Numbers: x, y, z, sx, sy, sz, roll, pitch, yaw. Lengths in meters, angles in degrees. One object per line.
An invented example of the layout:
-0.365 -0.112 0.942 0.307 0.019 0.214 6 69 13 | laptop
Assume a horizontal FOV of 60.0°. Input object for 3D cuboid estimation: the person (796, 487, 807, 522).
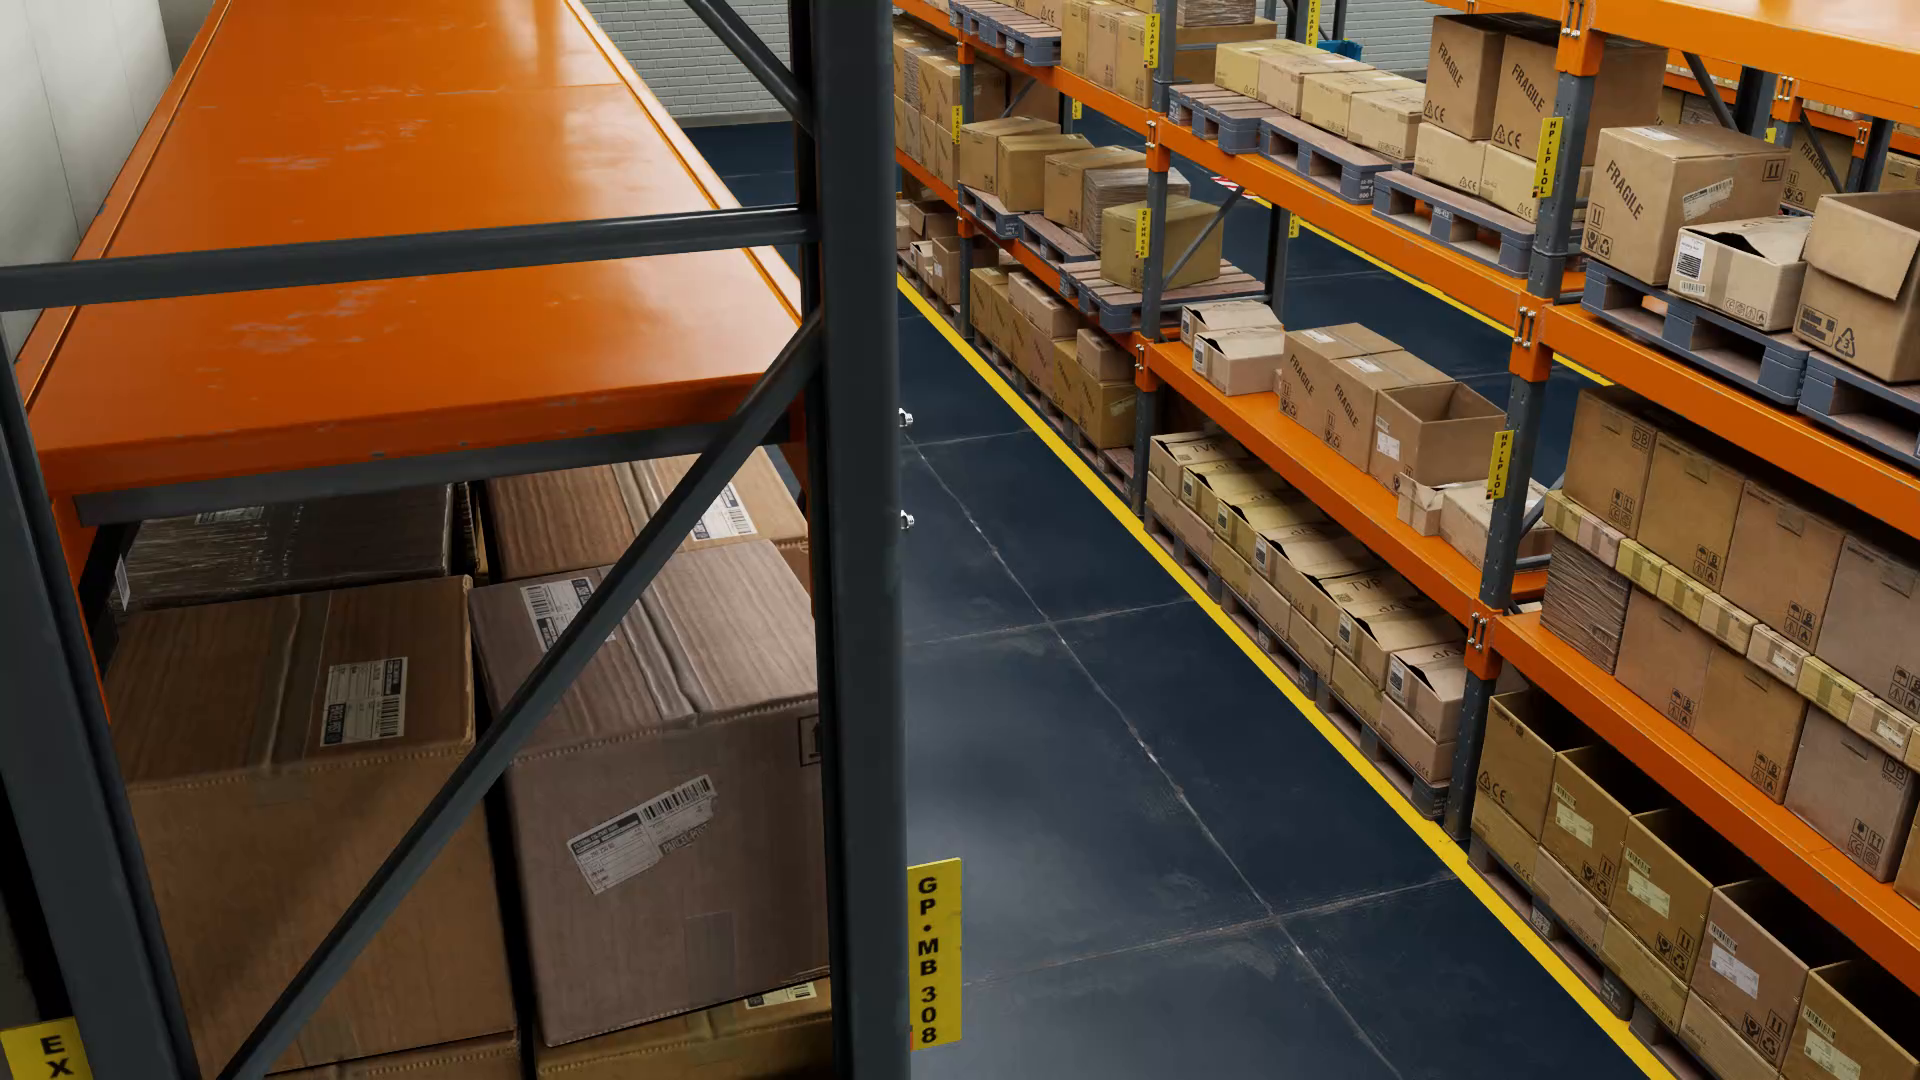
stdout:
-0.794 0.055 9.484 0.429 1.590 0.649 -10 28 -19 | person
